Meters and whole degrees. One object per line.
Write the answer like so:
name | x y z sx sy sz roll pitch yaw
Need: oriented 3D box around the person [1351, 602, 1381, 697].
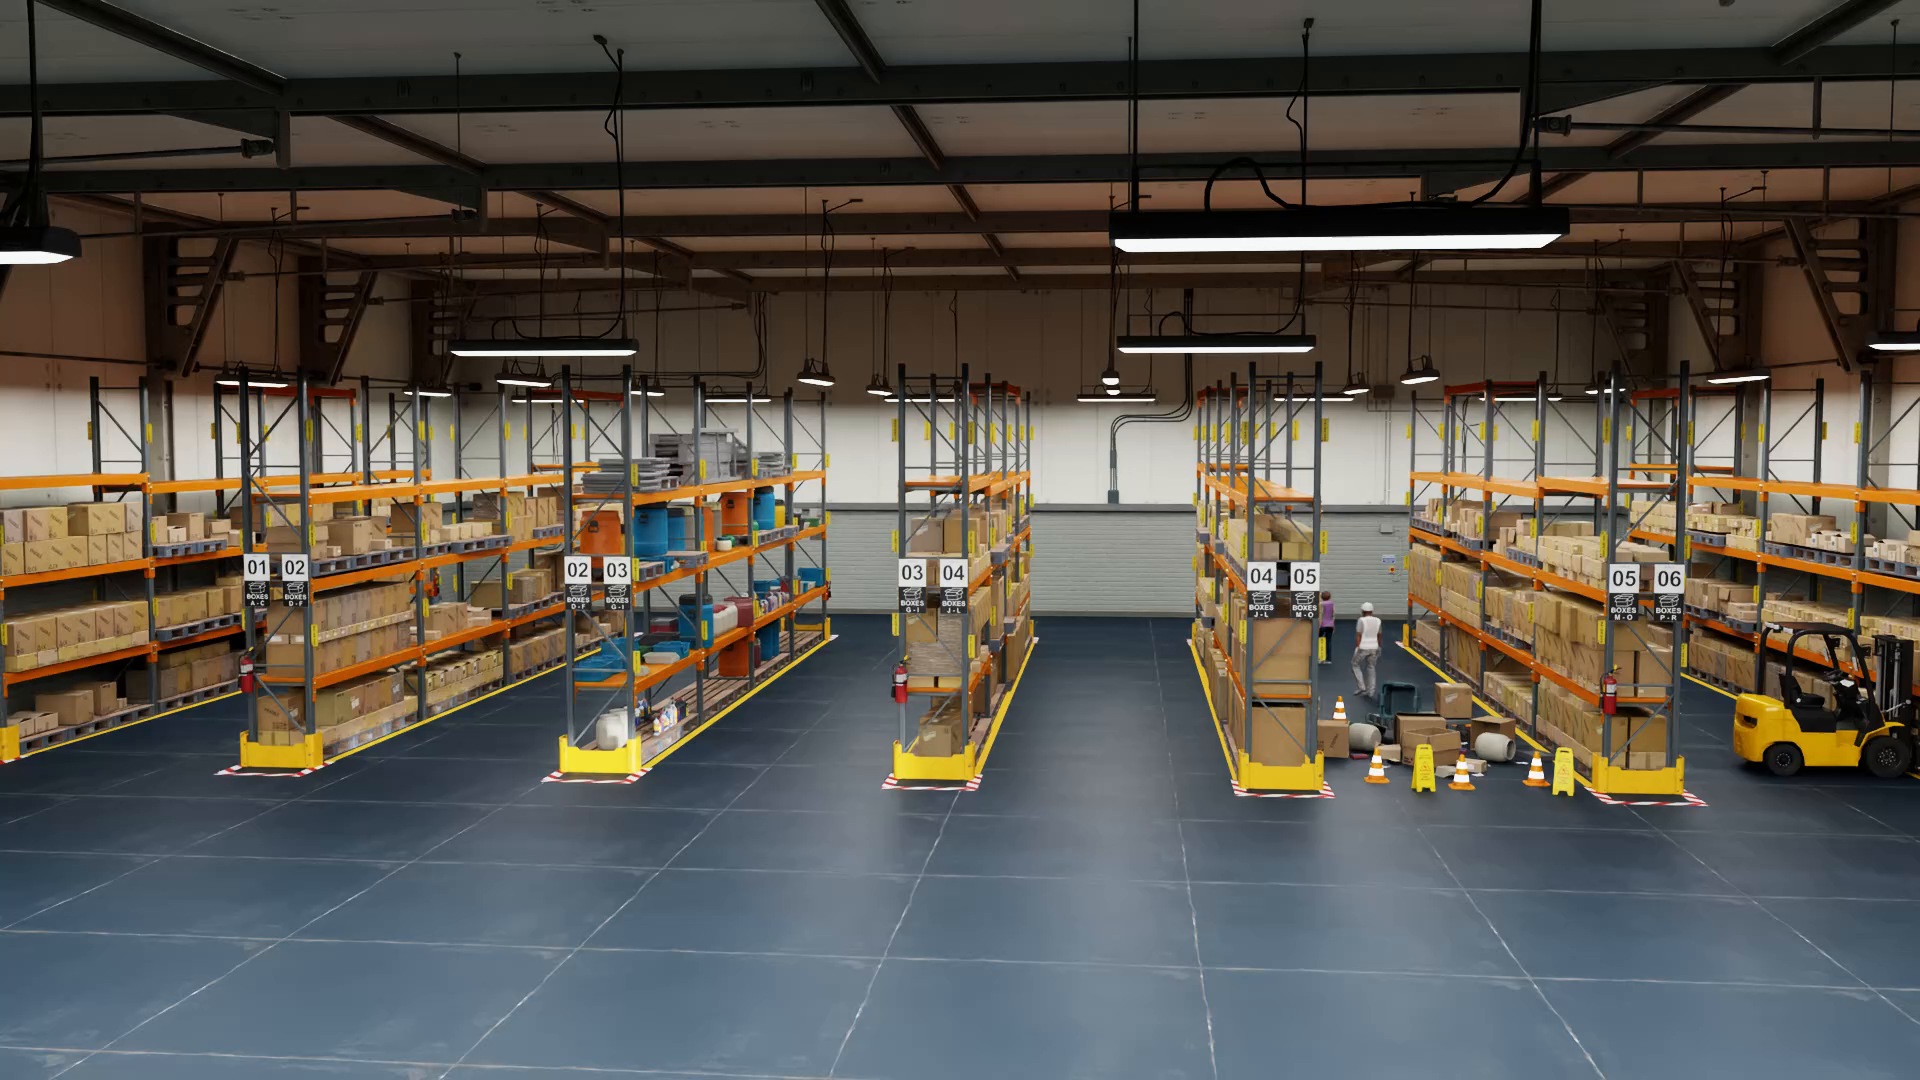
person | 7.743 2.043 31.669 0.600 1.716 0.405 -1 4 -19

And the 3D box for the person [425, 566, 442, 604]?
person | -13.512 1.370 42.597 0.480 1.764 0.610 0 4 2

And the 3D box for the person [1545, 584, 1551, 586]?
person | 12.559 1.829 35.522 0.602 1.791 0.467 -1 4 -22

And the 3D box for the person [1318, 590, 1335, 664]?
person | 7.929 1.898 36.043 0.446 1.612 0.372 -2 4 -25
